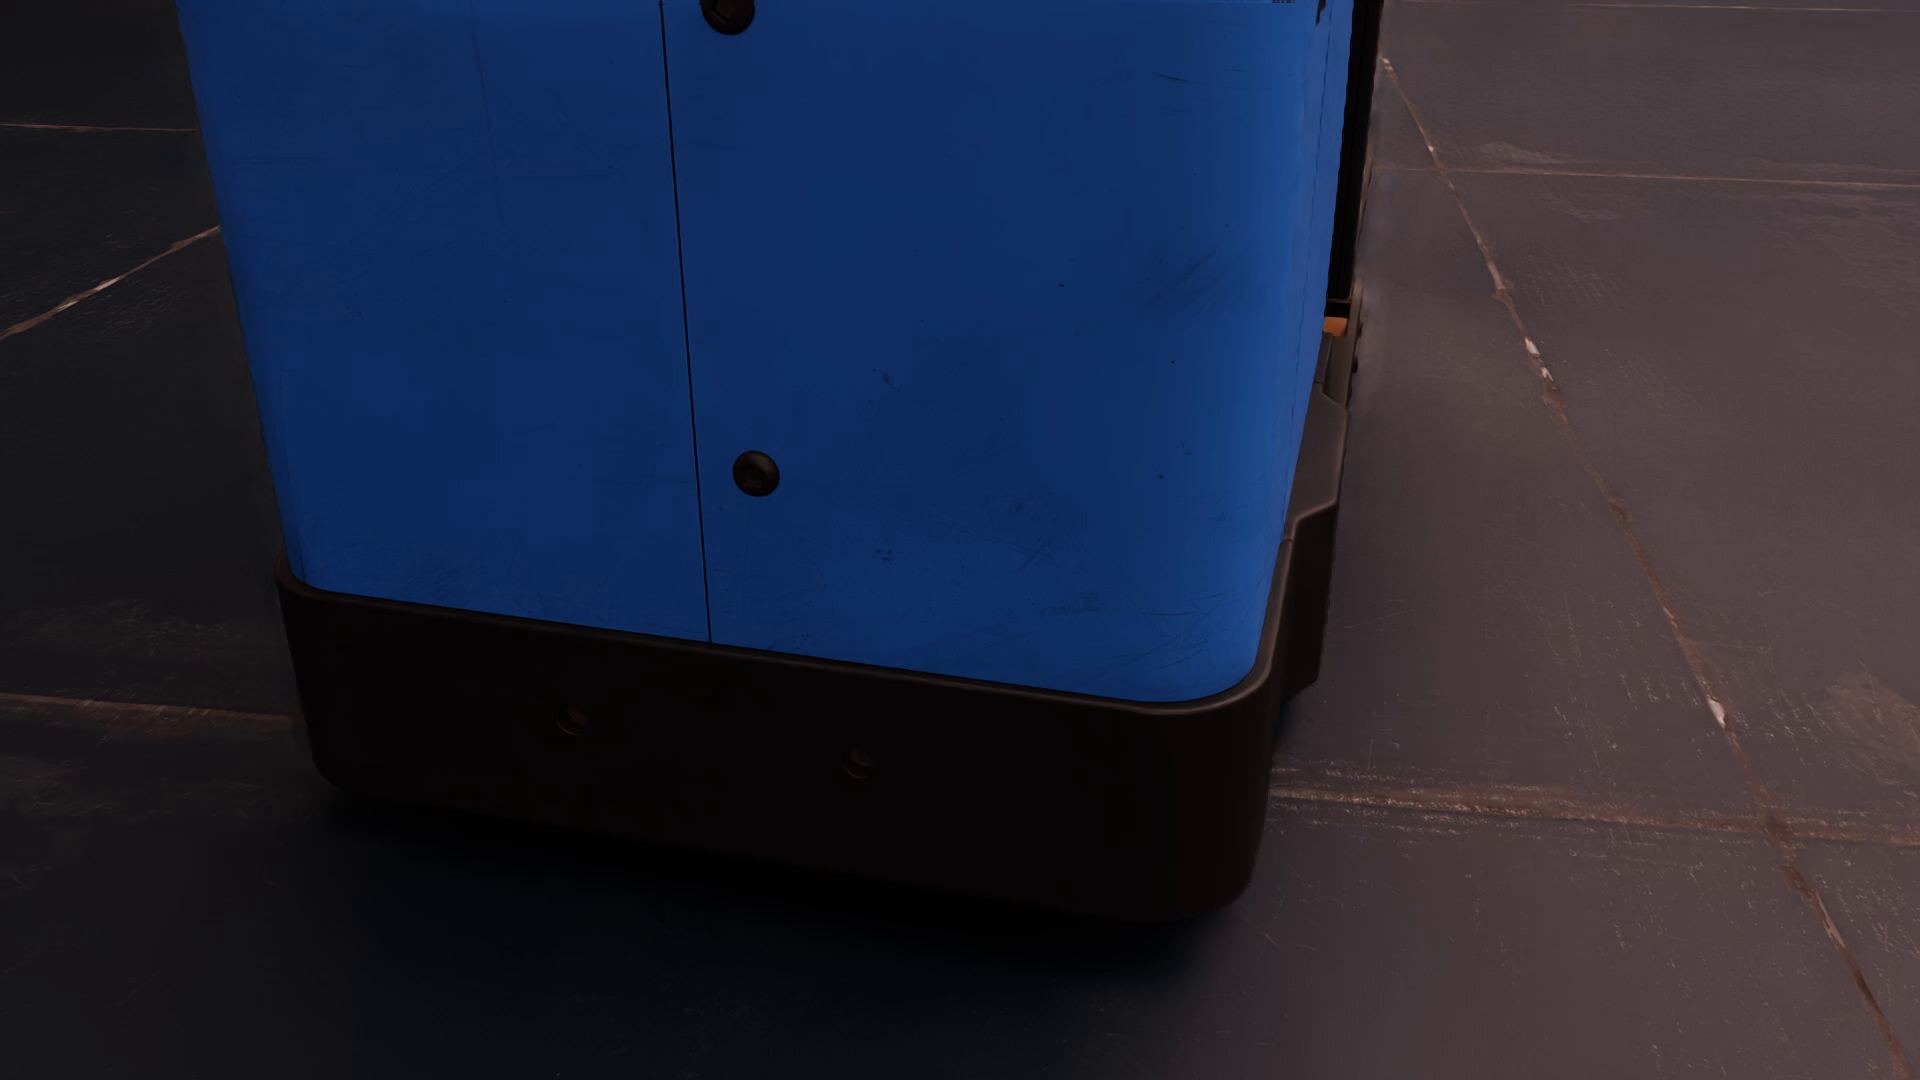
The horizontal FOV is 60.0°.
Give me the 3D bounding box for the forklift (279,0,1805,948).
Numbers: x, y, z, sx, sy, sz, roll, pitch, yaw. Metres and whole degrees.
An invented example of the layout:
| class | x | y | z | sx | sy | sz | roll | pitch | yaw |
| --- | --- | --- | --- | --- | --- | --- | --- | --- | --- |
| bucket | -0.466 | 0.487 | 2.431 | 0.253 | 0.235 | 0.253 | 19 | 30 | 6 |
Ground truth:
| class | x | y | z | sx | sy | sz | roll | pitch | yaw |
| --- | --- | --- | --- | --- | --- | --- | --- | --- | --- |
| forklift | -0.374 | -1.527 | 2.279 | 1.130 | 2.935 | 3.031 | -18 | 32 | -32 |
